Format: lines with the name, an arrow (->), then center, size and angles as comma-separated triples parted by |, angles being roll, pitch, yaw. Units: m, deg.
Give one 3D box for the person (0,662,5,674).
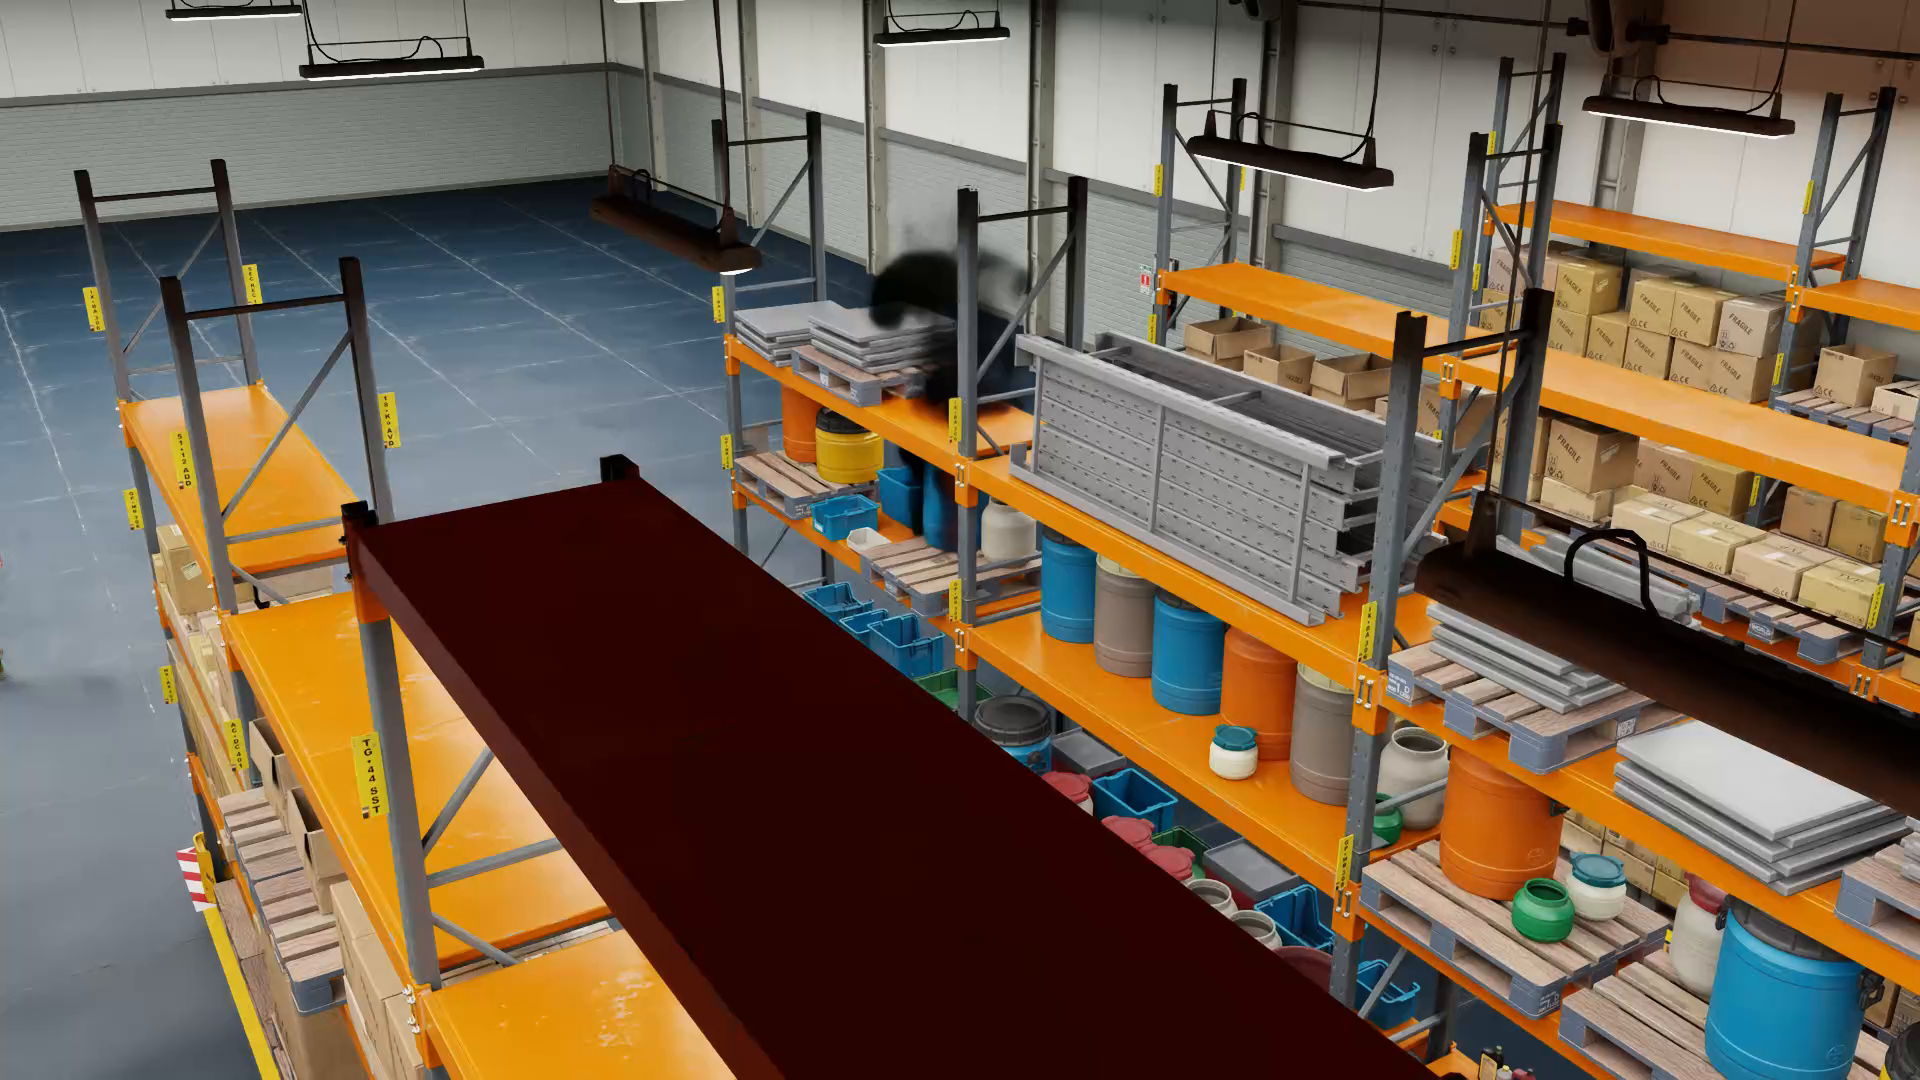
person -> -10.528, 0.642, 17.402 | 0.758, 1.838, 0.646 | -1, 22, -2
